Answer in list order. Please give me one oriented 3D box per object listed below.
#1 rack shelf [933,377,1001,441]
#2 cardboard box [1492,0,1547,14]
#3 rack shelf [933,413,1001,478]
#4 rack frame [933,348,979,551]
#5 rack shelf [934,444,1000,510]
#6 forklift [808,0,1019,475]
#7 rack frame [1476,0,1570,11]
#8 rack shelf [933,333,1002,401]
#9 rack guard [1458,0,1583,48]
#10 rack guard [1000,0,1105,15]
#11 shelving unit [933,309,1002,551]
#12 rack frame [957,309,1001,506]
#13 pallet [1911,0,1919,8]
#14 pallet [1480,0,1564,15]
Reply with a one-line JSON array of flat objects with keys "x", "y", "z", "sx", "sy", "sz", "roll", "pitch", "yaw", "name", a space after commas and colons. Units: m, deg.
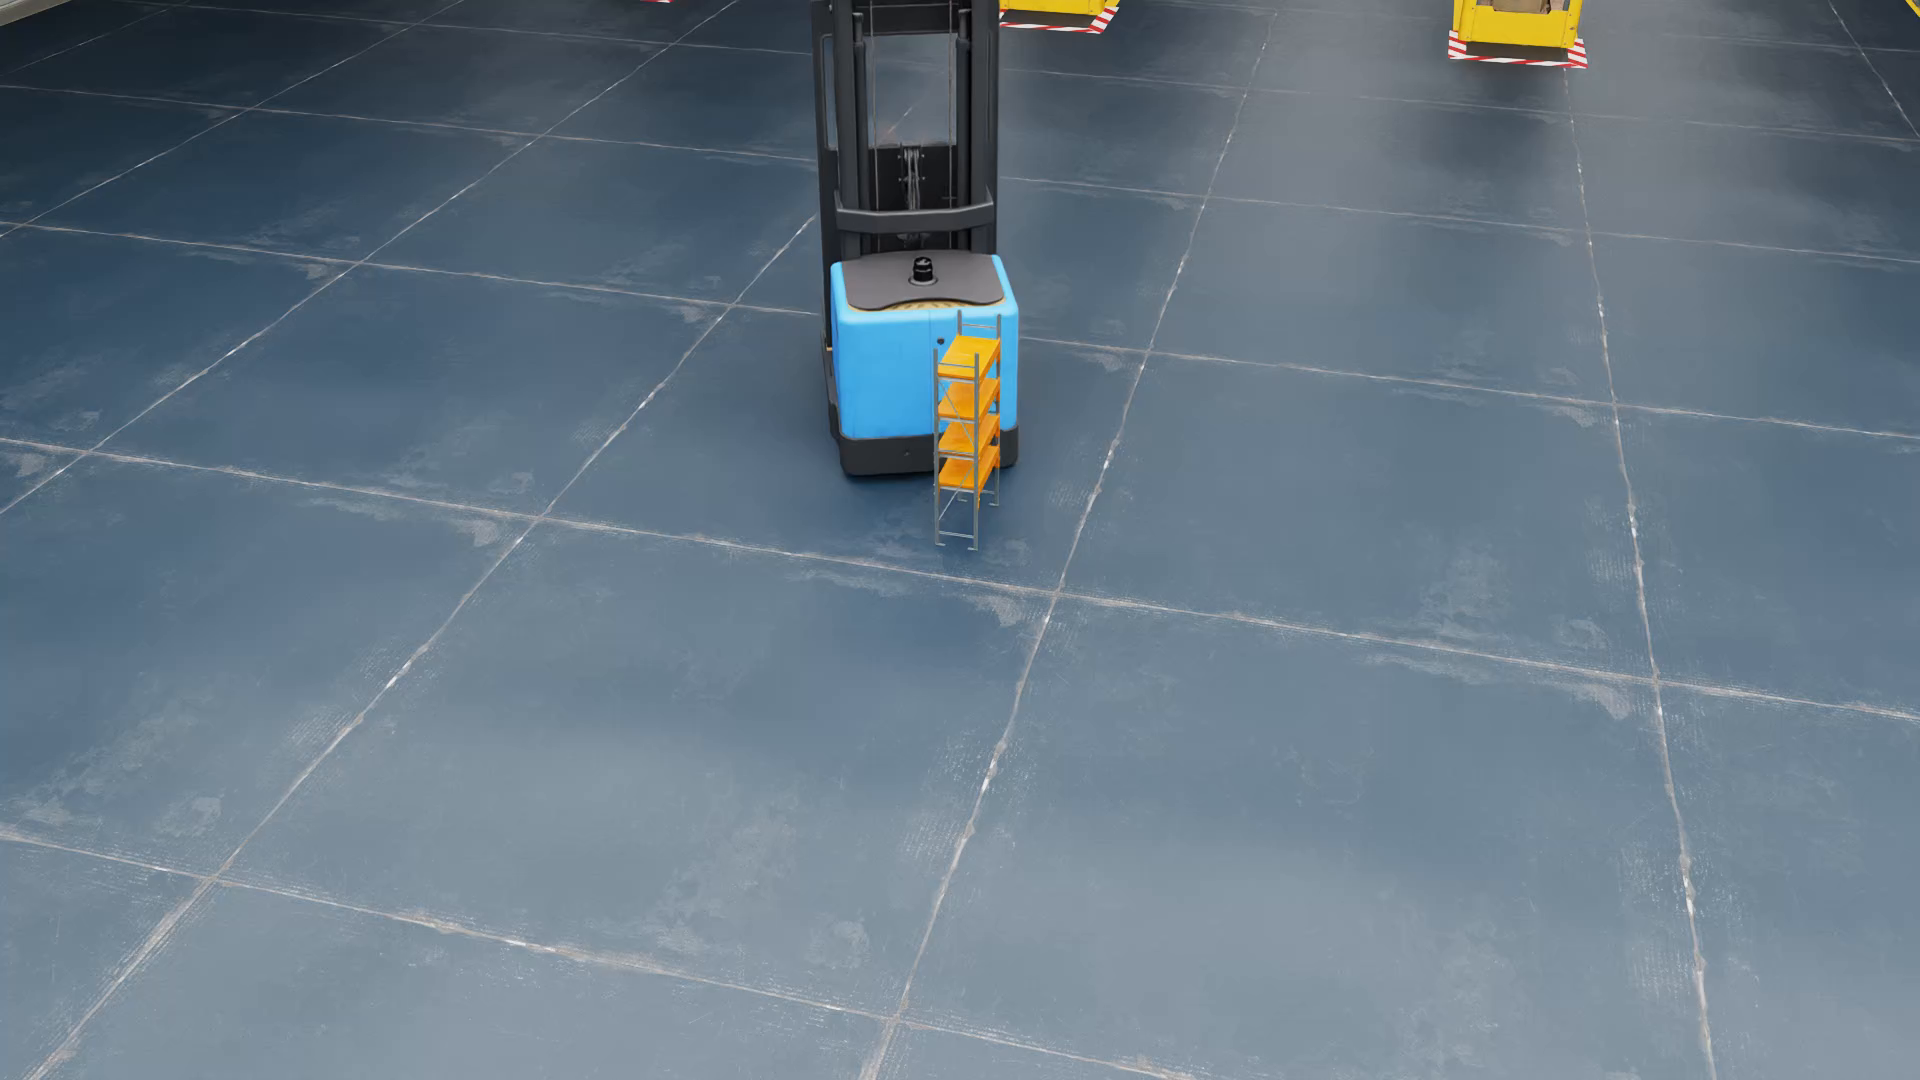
[{"x": 0.042, "y": -0.724, "z": 8.979, "sx": 0.258, "sy": 0.148, "sz": 0.480, "roll": 8, "pitch": 33, "yaw": 12, "name": "rack shelf"}, {"x": 6.014, "y": -5.948, "z": 17.749, "sx": 0.500, "sy": 0.500, "sz": 0.500, "roll": 14, "pitch": 35, "yaw": 21, "name": "cardboard box"}, {"x": 0.042, "y": -0.535, "z": 9.099, "sx": 0.258, "sy": 0.148, "sz": 0.480, "roll": 8, "pitch": 33, "yaw": 12, "name": "rack shelf"}, {"x": -0.020, "y": -0.466, "z": 8.864, "sx": 0.240, "sy": 1.200, "sz": 0.015, "roll": 8, "pitch": 33, "yaw": 12, "name": "rack frame"}, {"x": 0.042, "y": -0.368, "z": 9.206, "sx": 0.258, "sy": 0.148, "sz": 0.480, "roll": 8, "pitch": 33, "yaw": 12, "name": "rack shelf"}, {"x": -0.345, "y": -2.388, "z": 10.274, "sx": 1.130, "sy": 2.935, "sz": 3.031, "roll": -4, "pitch": 33, "yaw": -6, "name": "forklift"}, {"x": 5.840, "y": -6.504, "z": 16.685, "sx": 1.000, "sy": 3.000, "sz": 0.127, "roll": 8, "pitch": 33, "yaw": 12, "name": "rack frame"}, {"x": 0.042, "y": -0.924, "z": 8.852, "sx": 0.258, "sy": 0.148, "sz": 0.480, "roll": 8, "pitch": 33, "yaw": 12, "name": "rack shelf"}, {"x": 5.859, "y": -5.488, "z": 17.417, "sx": 1.175, "sy": 0.500, "sz": 0.348, "roll": 8, "pitch": 33, "yaw": 12, "name": "rack guard"}, {"x": 1.022, "y": -6.169, "z": 18.488, "sx": 1.175, "sy": 0.500, "sz": 0.348, "roll": 8, "pitch": 33, "yaw": 12, "name": "rack guard"}, {"x": 0.042, "y": -0.592, "z": 9.063, "sx": 0.258, "sy": 1.200, "sz": 0.503, "roll": 8, "pitch": 33, "yaw": 12, "name": "shelving unit"}, {"x": 0.104, "y": -0.719, "z": 9.262, "sx": 0.240, "sy": 1.200, "sz": 0.015, "roll": 8, "pitch": 33, "yaw": 12, "name": "rack frame"}, {"x": 11.358, "y": -6.291, "z": 18.949, "sx": 1.003, "sy": 0.211, "sz": 1.213, "roll": 8, "pitch": 33, "yaw": 12, "name": "pallet"}, {"x": 6.099, "y": -5.783, "z": 18.150, "sx": 1.003, "sy": 0.211, "sz": 1.213, "roll": 8, "pitch": 33, "yaw": 12, "name": "pallet"}]
